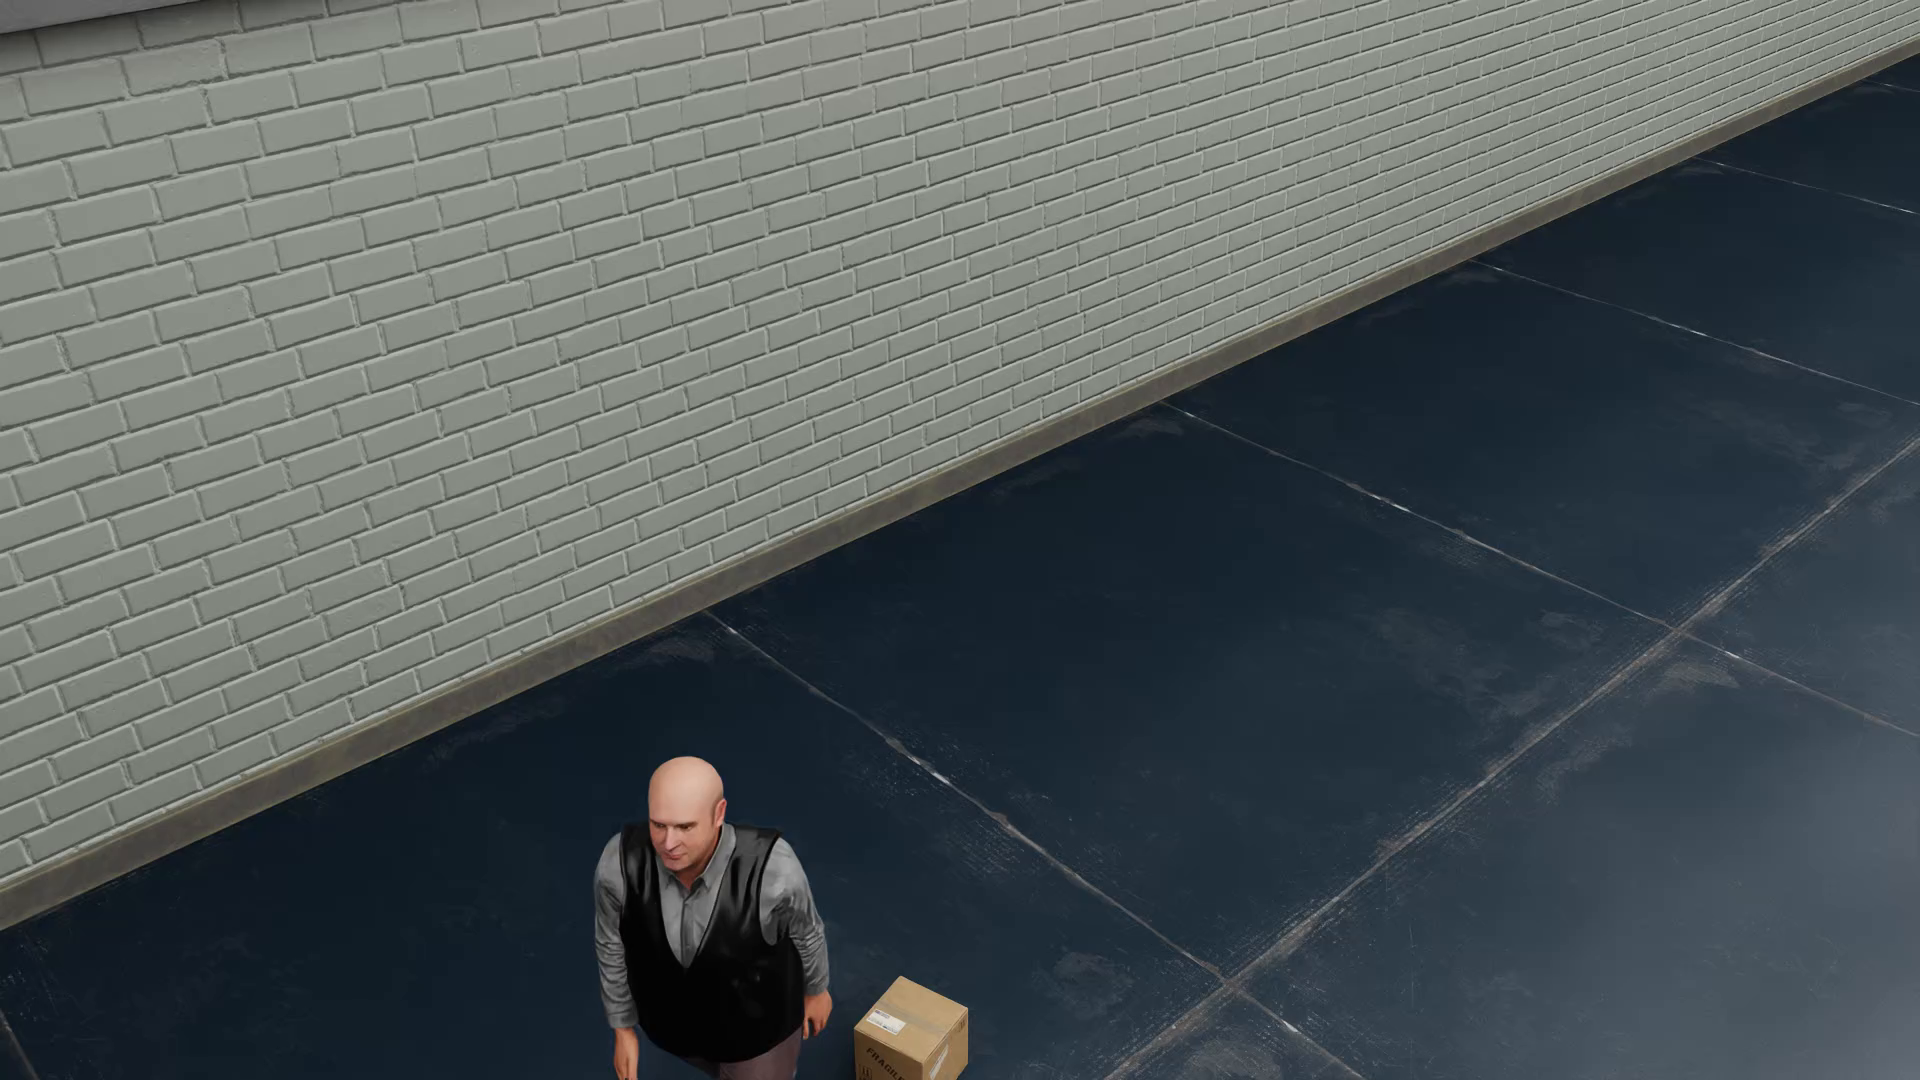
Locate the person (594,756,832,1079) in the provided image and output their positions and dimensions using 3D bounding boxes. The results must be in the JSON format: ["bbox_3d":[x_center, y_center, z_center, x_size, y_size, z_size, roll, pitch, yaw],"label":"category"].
[{"bbox_3d":[-0.633,1.214,4.187,0.543,1.660,1.069,7,32,12],"label":"person"}]
